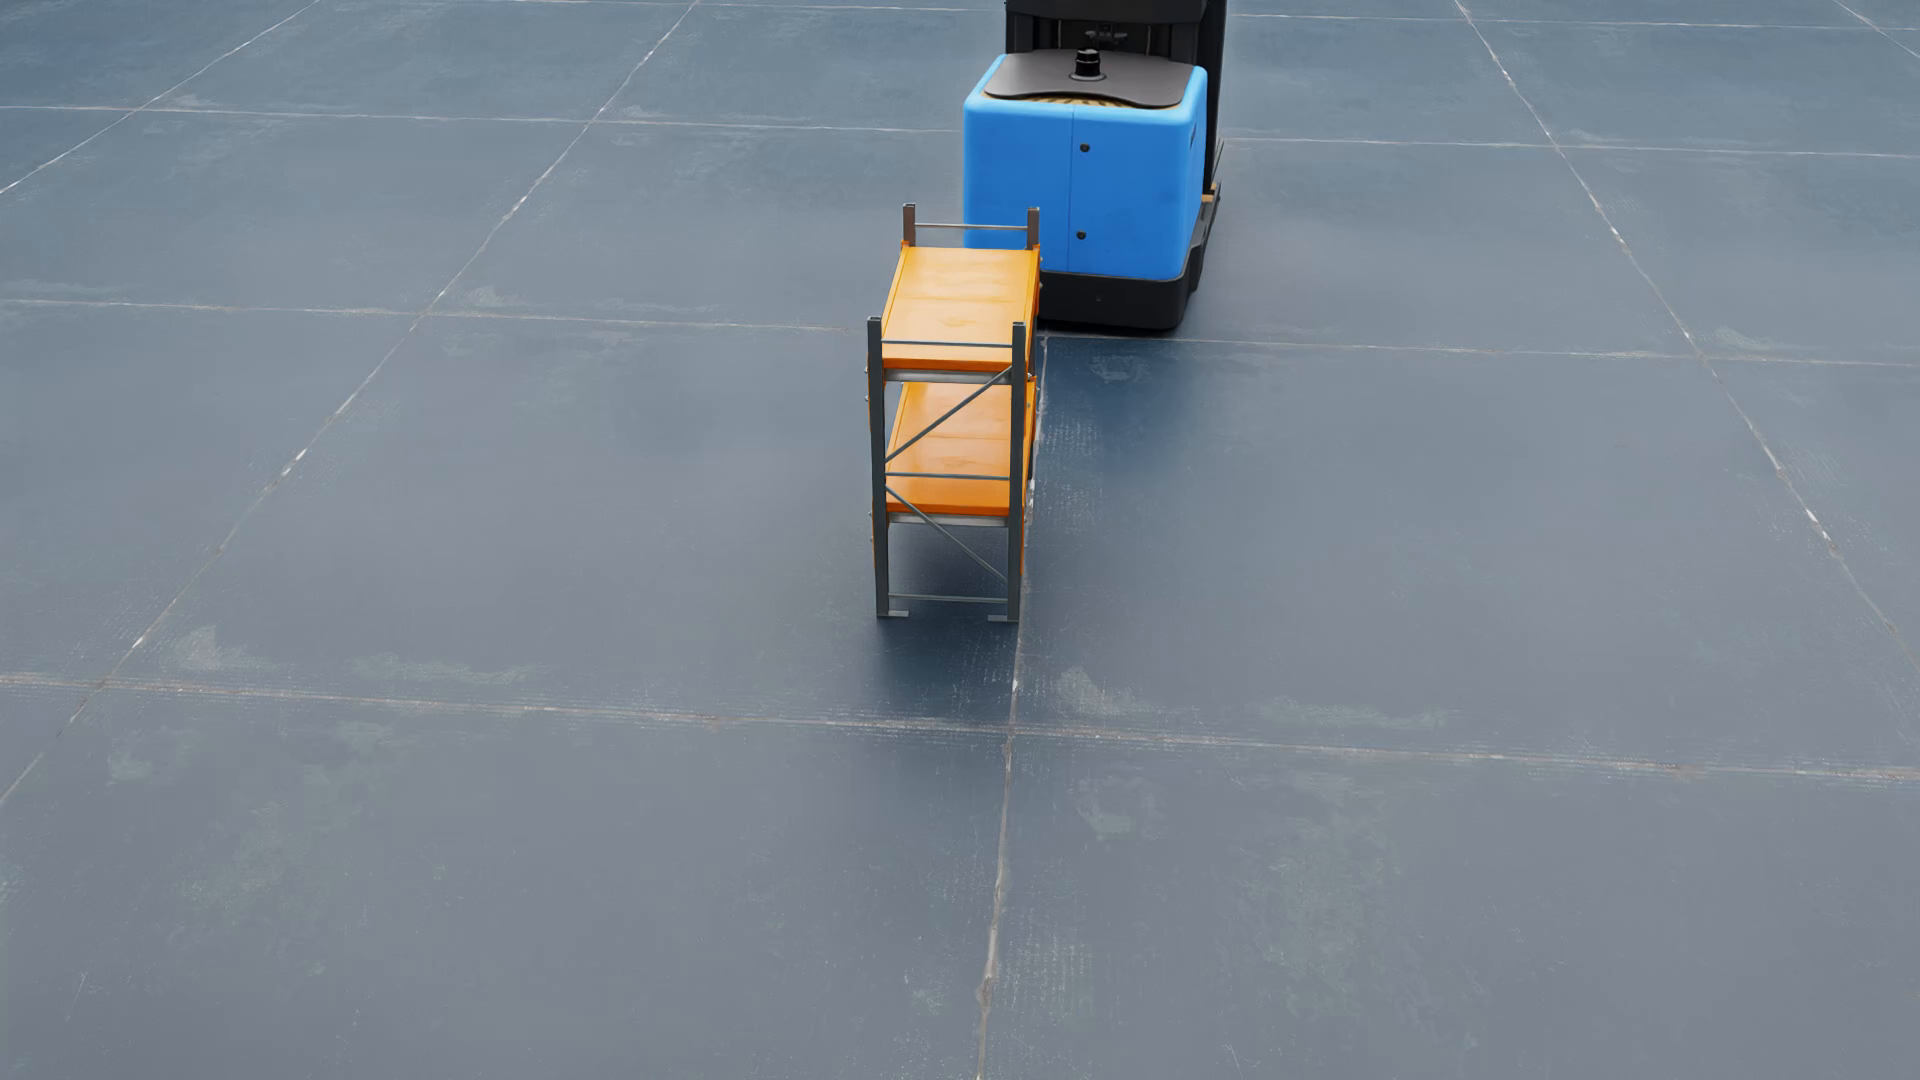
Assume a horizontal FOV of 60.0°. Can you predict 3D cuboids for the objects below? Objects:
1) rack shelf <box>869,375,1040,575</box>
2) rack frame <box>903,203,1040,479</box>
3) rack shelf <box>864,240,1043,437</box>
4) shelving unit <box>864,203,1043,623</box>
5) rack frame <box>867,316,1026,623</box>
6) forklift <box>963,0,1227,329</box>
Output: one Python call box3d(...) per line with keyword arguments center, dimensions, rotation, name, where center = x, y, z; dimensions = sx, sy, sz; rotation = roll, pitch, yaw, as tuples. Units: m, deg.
box3d(center=(-0.001, -0.267, 6.077), dimensions=(0.538, 0.278, 1.000), rotation=(2, 32, 4), name="rack shelf")
box3d(center=(0.041, -0.741, 6.380), dimensions=(0.500, 1.125, 0.032), rotation=(2, 32, 4), name="rack frame")
box3d(center=(-0.001, -0.725, 5.796), dimensions=(0.538, 0.278, 1.000), rotation=(2, 32, 4), name="rack shelf")
box3d(center=(-0.001, -0.475, 5.949), dimensions=(0.538, 1.125, 1.048), rotation=(2, 32, 4), name="shelving unit")
box3d(center=(-0.042, -0.210, 5.518), dimensions=(0.500, 1.125, 0.032), rotation=(2, 32, 4), name="rack frame")
box3d(center=(0.824, -2.986, 8.301), dimensions=(1.130, 2.935, 3.031), rotation=(7, 32, 11), name="forklift")
